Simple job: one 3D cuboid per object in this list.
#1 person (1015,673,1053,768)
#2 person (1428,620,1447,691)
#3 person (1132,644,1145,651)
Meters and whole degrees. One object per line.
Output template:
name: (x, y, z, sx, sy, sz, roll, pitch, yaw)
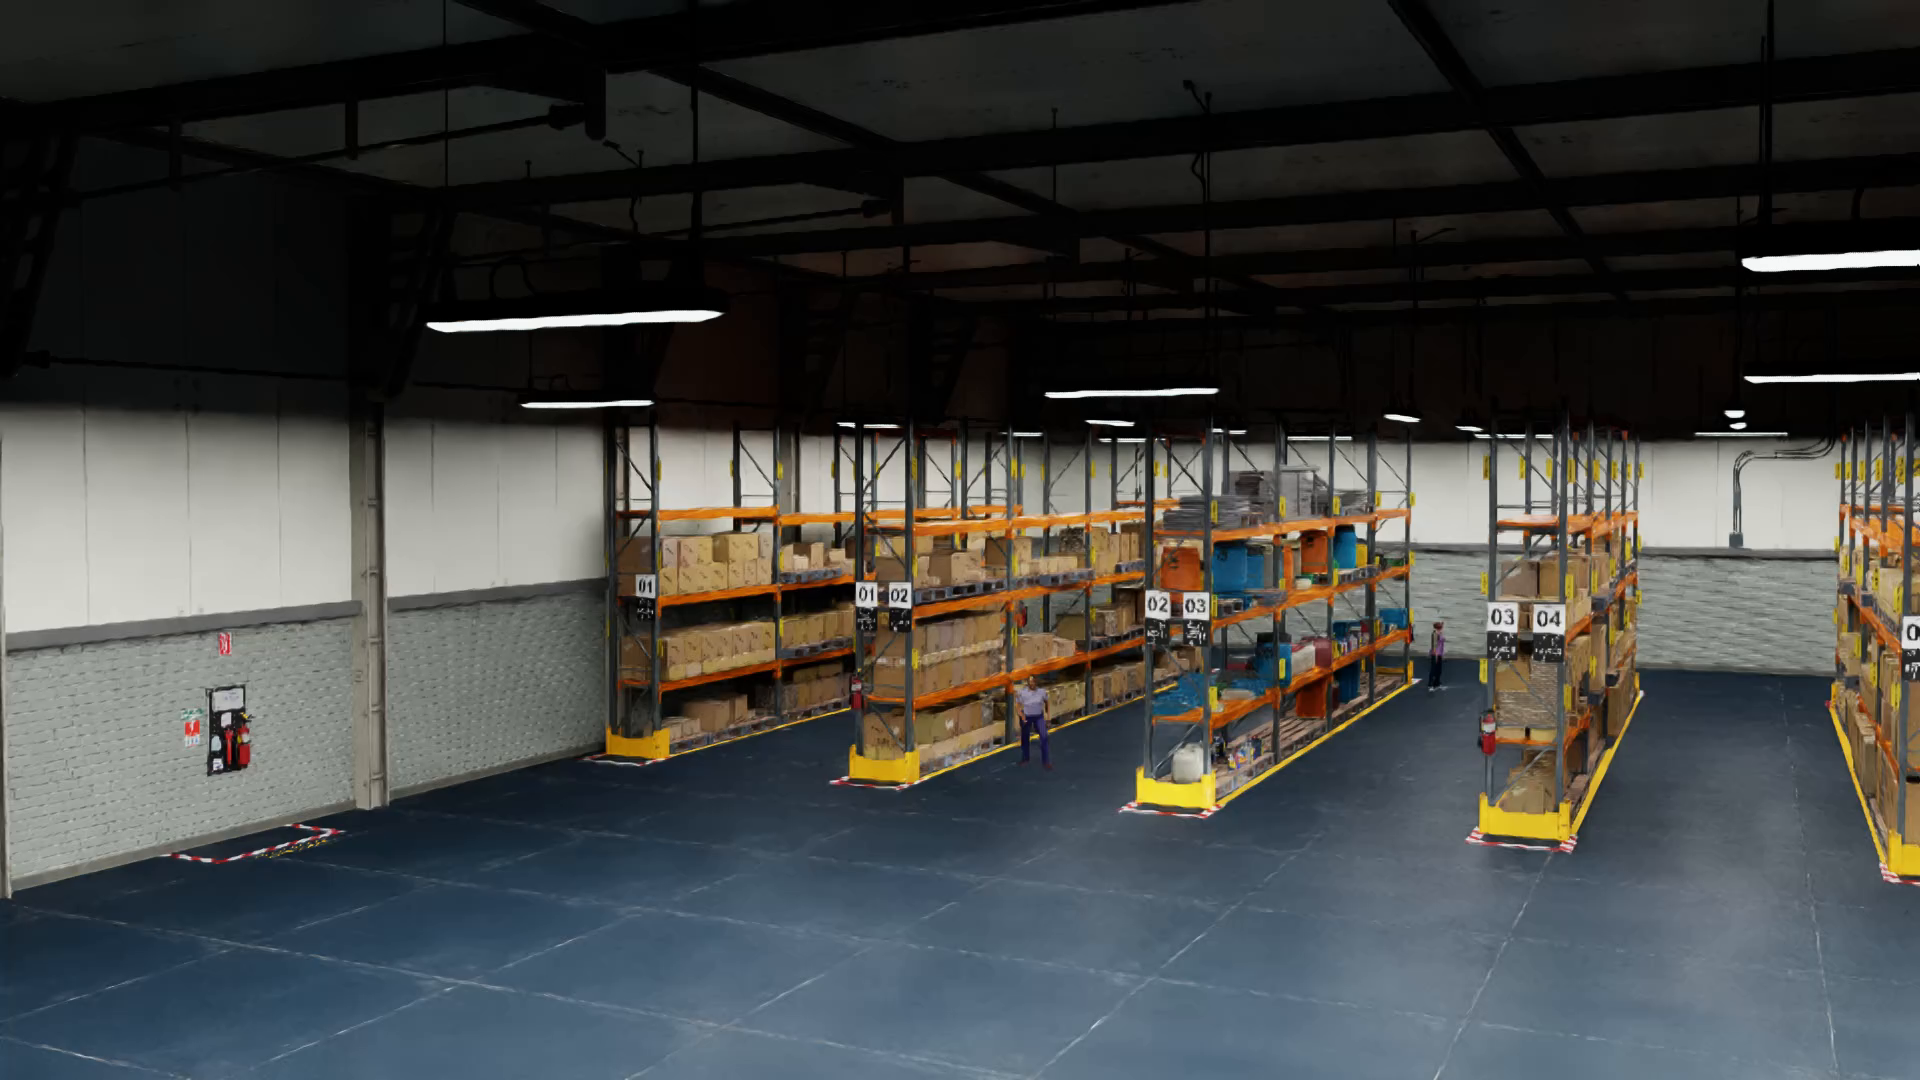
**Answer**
person: (1.253, 3.025, 28.018, 0.653, 1.588, 0.771, 0, 2, 4)
person: (10.815, 2.605, 37.705, 0.362, 1.599, 0.482, 2, 3, 35)
person: (4.993, 2.225, 45.406, 0.592, 1.745, 0.578, 0, 2, -11)
